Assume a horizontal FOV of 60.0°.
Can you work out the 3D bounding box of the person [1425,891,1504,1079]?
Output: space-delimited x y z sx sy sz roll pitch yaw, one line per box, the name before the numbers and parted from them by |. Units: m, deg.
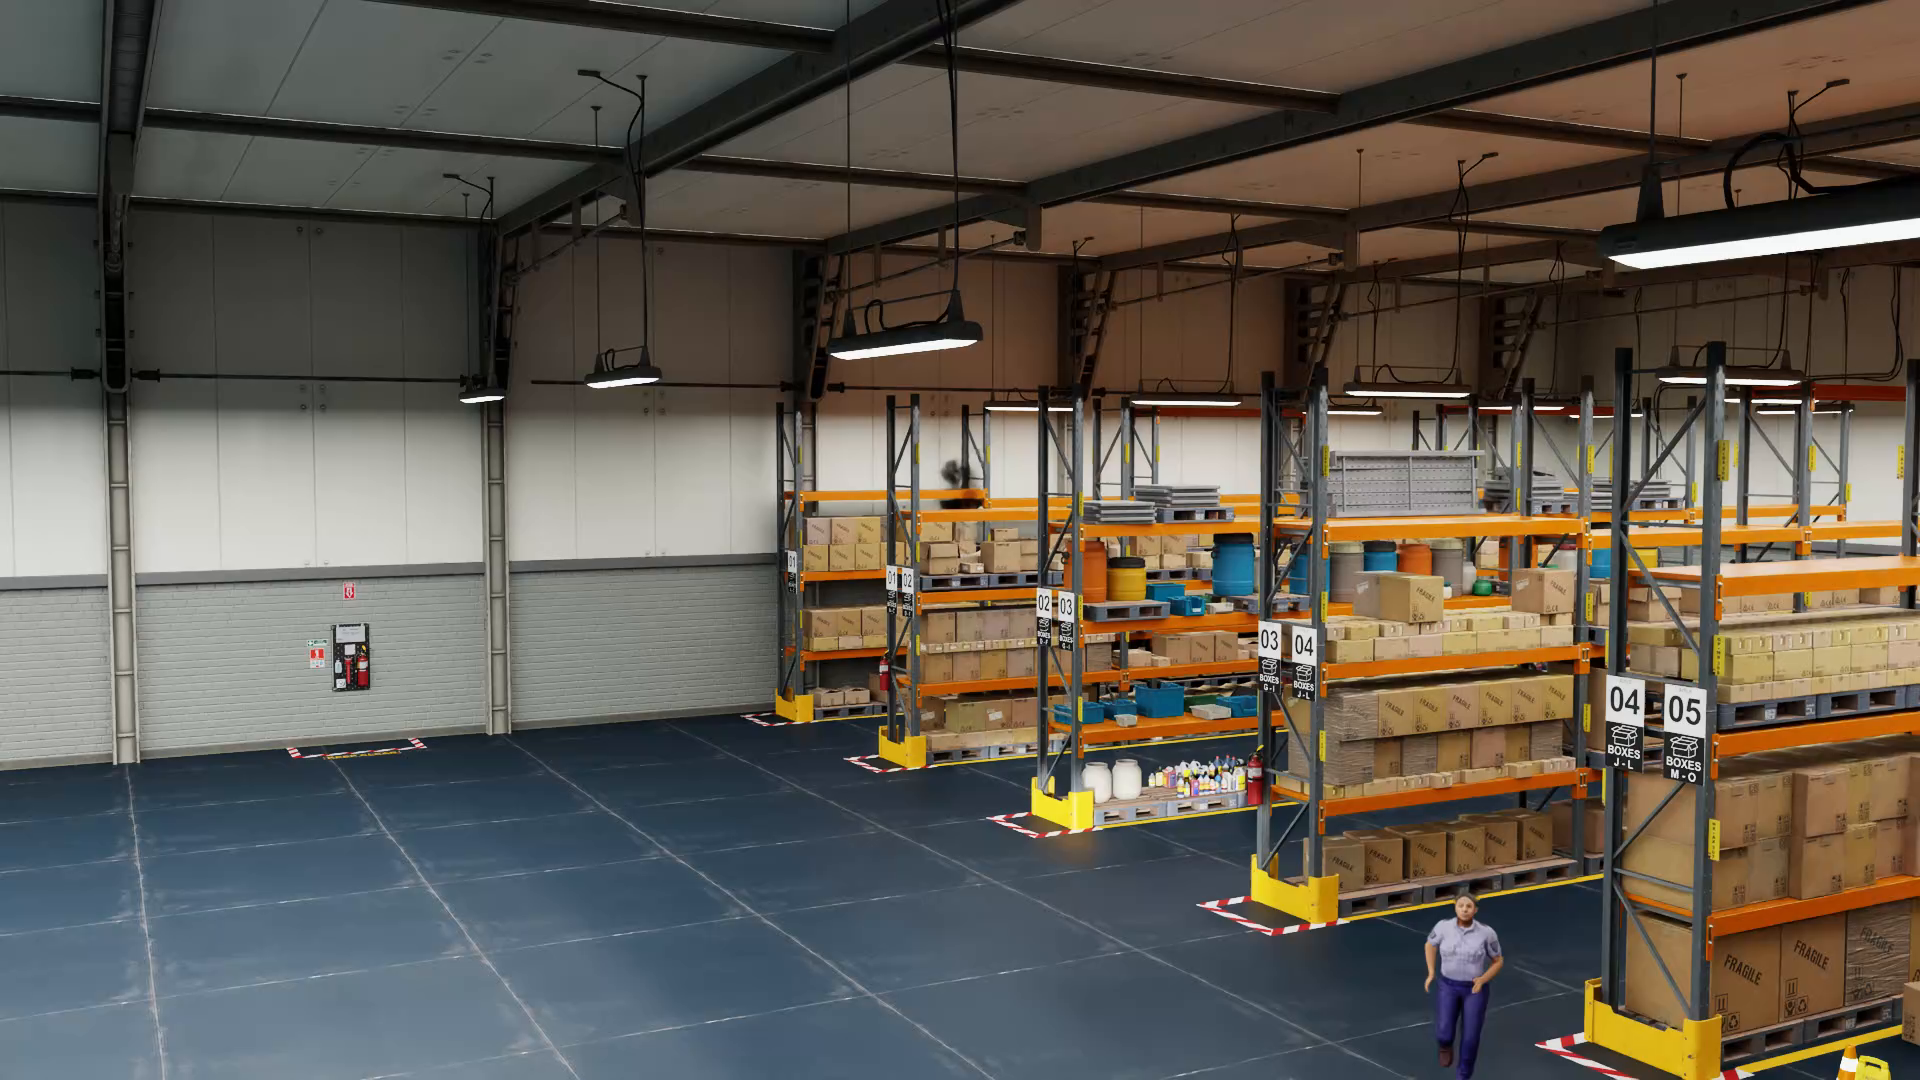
person | 4.028 3.620 13.331 0.618 1.604 0.553 1 3 21
